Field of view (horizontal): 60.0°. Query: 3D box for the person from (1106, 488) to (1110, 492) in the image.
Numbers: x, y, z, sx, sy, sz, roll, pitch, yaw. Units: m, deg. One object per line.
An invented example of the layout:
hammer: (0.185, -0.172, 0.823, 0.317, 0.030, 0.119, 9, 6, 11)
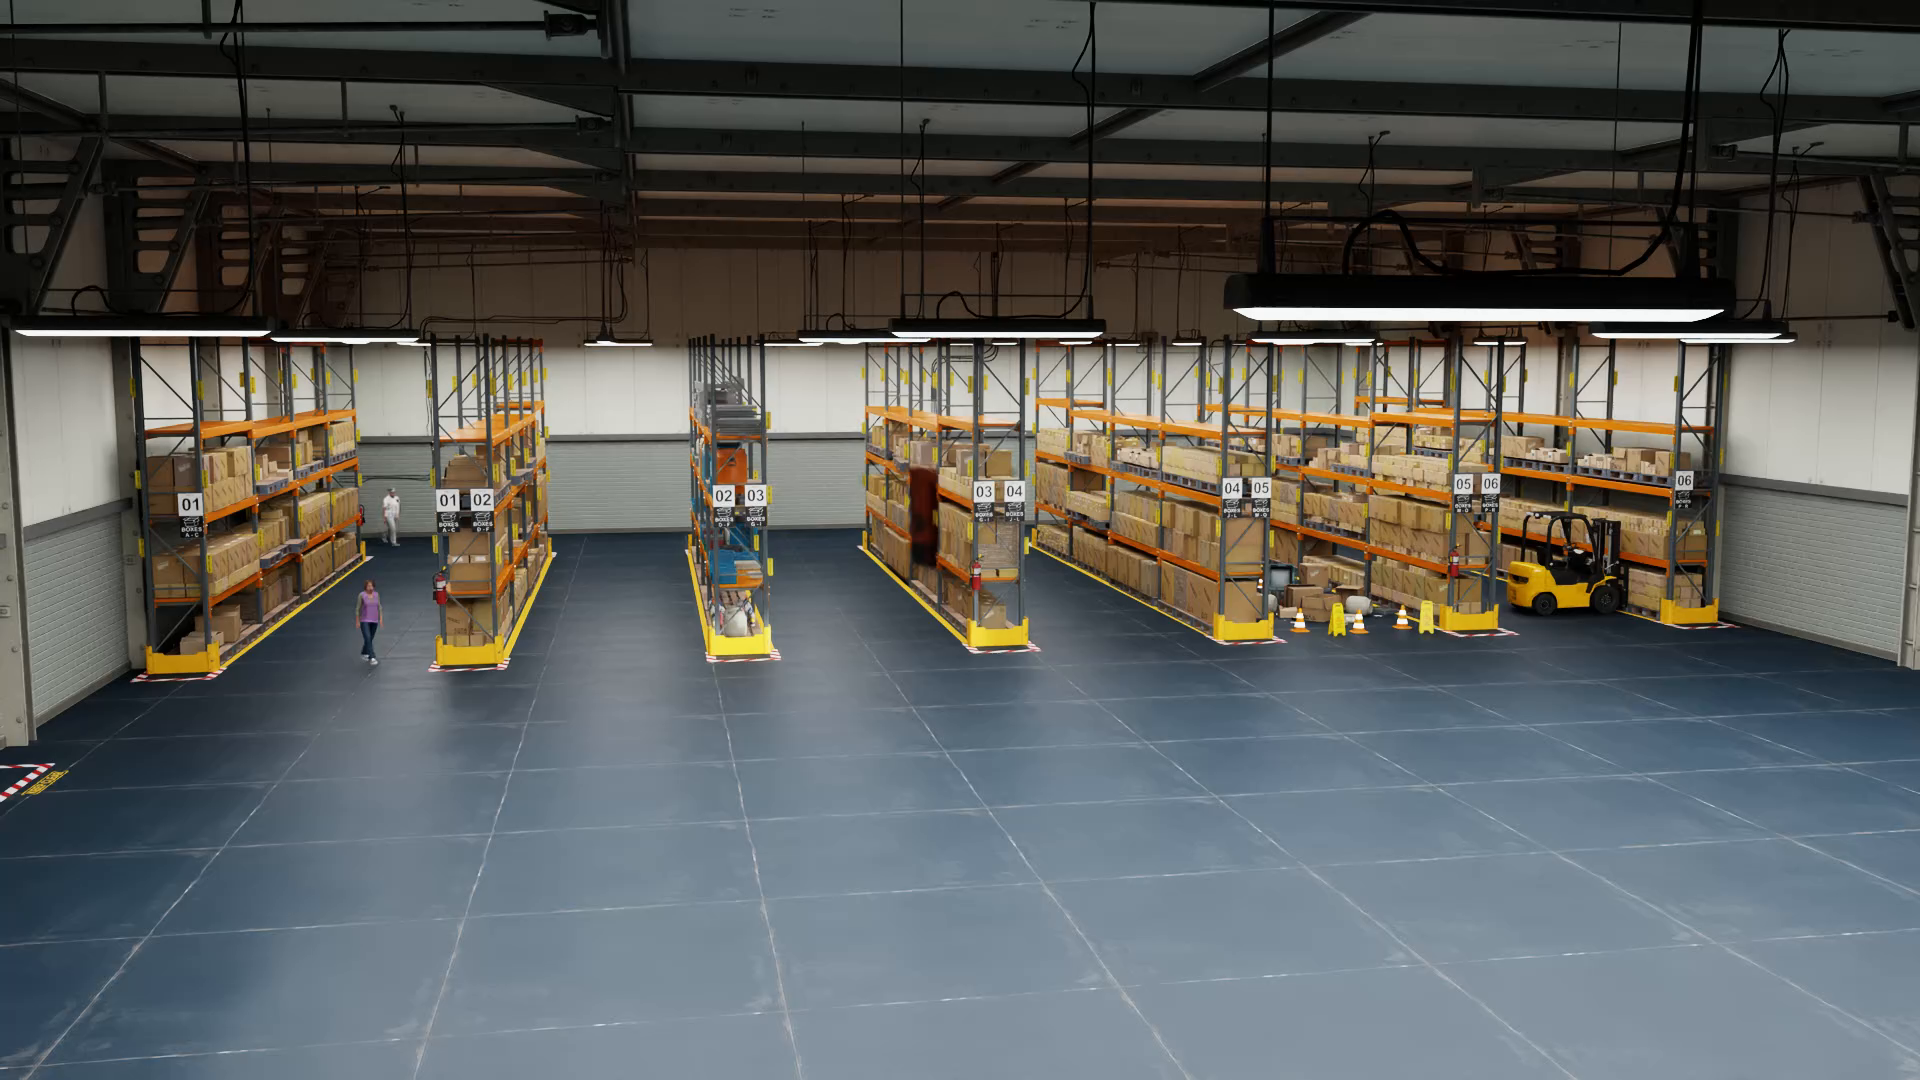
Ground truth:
person: (4.372, -0.658, 48.298, 0.585, 1.719, 0.503, -2, 7, -15)

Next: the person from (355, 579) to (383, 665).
person: (-10.711, 1.478, 30.204, 0.979, 1.540, 0.441, 6, 9, 42)

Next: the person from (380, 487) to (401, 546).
person: (-16.620, -0.695, 48.485, 0.924, 1.712, 0.540, 3, 7, 26)
